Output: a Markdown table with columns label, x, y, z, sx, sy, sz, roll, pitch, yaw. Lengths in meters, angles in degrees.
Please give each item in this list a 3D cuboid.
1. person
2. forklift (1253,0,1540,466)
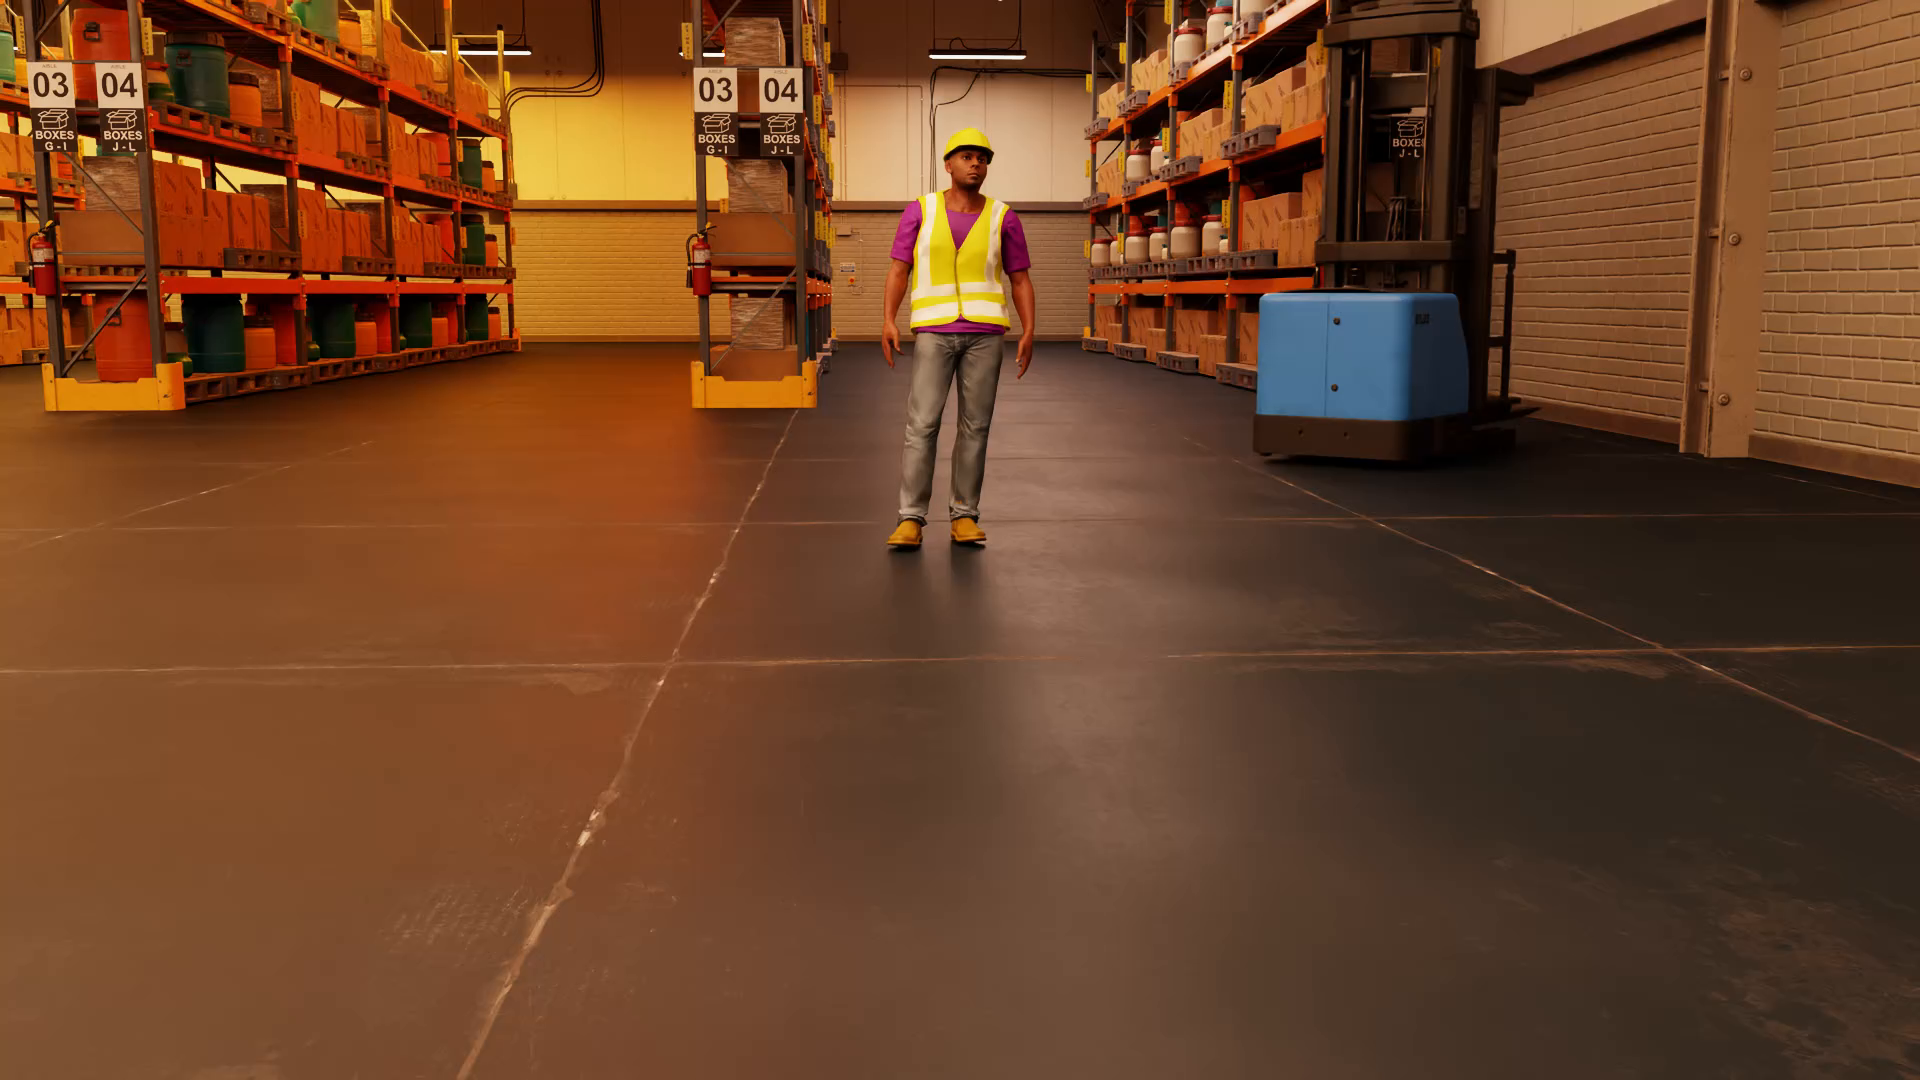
| label | x | y | z | sx | sy | sz | roll | pitch | yaw |
| --- | --- | --- | --- | --- | --- | --- | --- | --- | --- |
| person | -0.002 | -0.871 | 7.110 | 0.664 | 1.768 | 0.575 | -1 | 8 | -4 |
| forklift | 3.166 | -2.072 | 11.289 | 1.130 | 2.935 | 3.031 | 6 | 11 | 37 |
